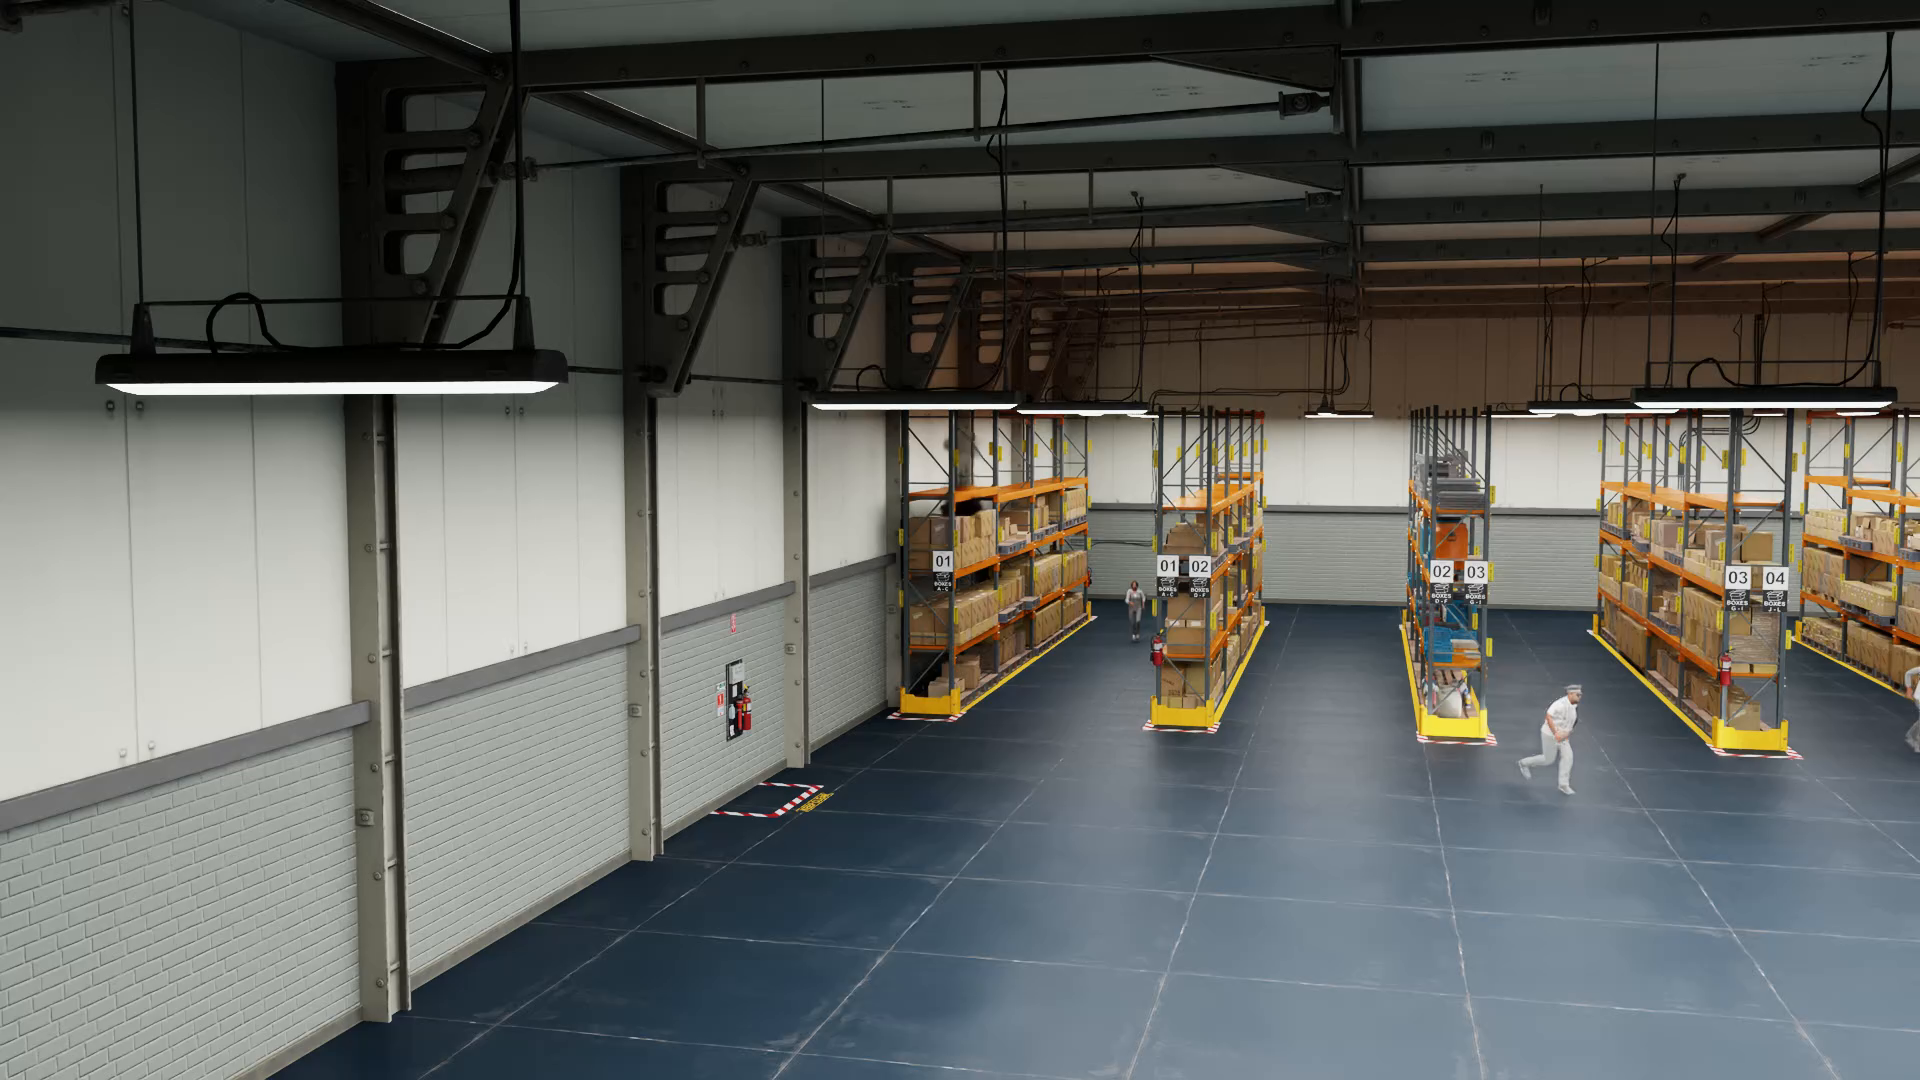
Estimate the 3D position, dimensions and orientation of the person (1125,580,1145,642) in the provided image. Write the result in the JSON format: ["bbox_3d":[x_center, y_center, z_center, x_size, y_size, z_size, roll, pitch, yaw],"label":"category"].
[{"bbox_3d":[4.535,1.836,43.050,0.504,1.585,0.732,1,4,8],"label":"person"}]

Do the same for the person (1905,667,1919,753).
[{"bbox_3d":[16.760,2.811,28.815,0.636,1.811,0.811,-1,4,-9],"label":"person"}]

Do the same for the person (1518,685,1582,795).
[{"bbox_3d":[9.169,3.056,25.820,0.970,1.722,0.676,4,5,41],"label":"person"}]
